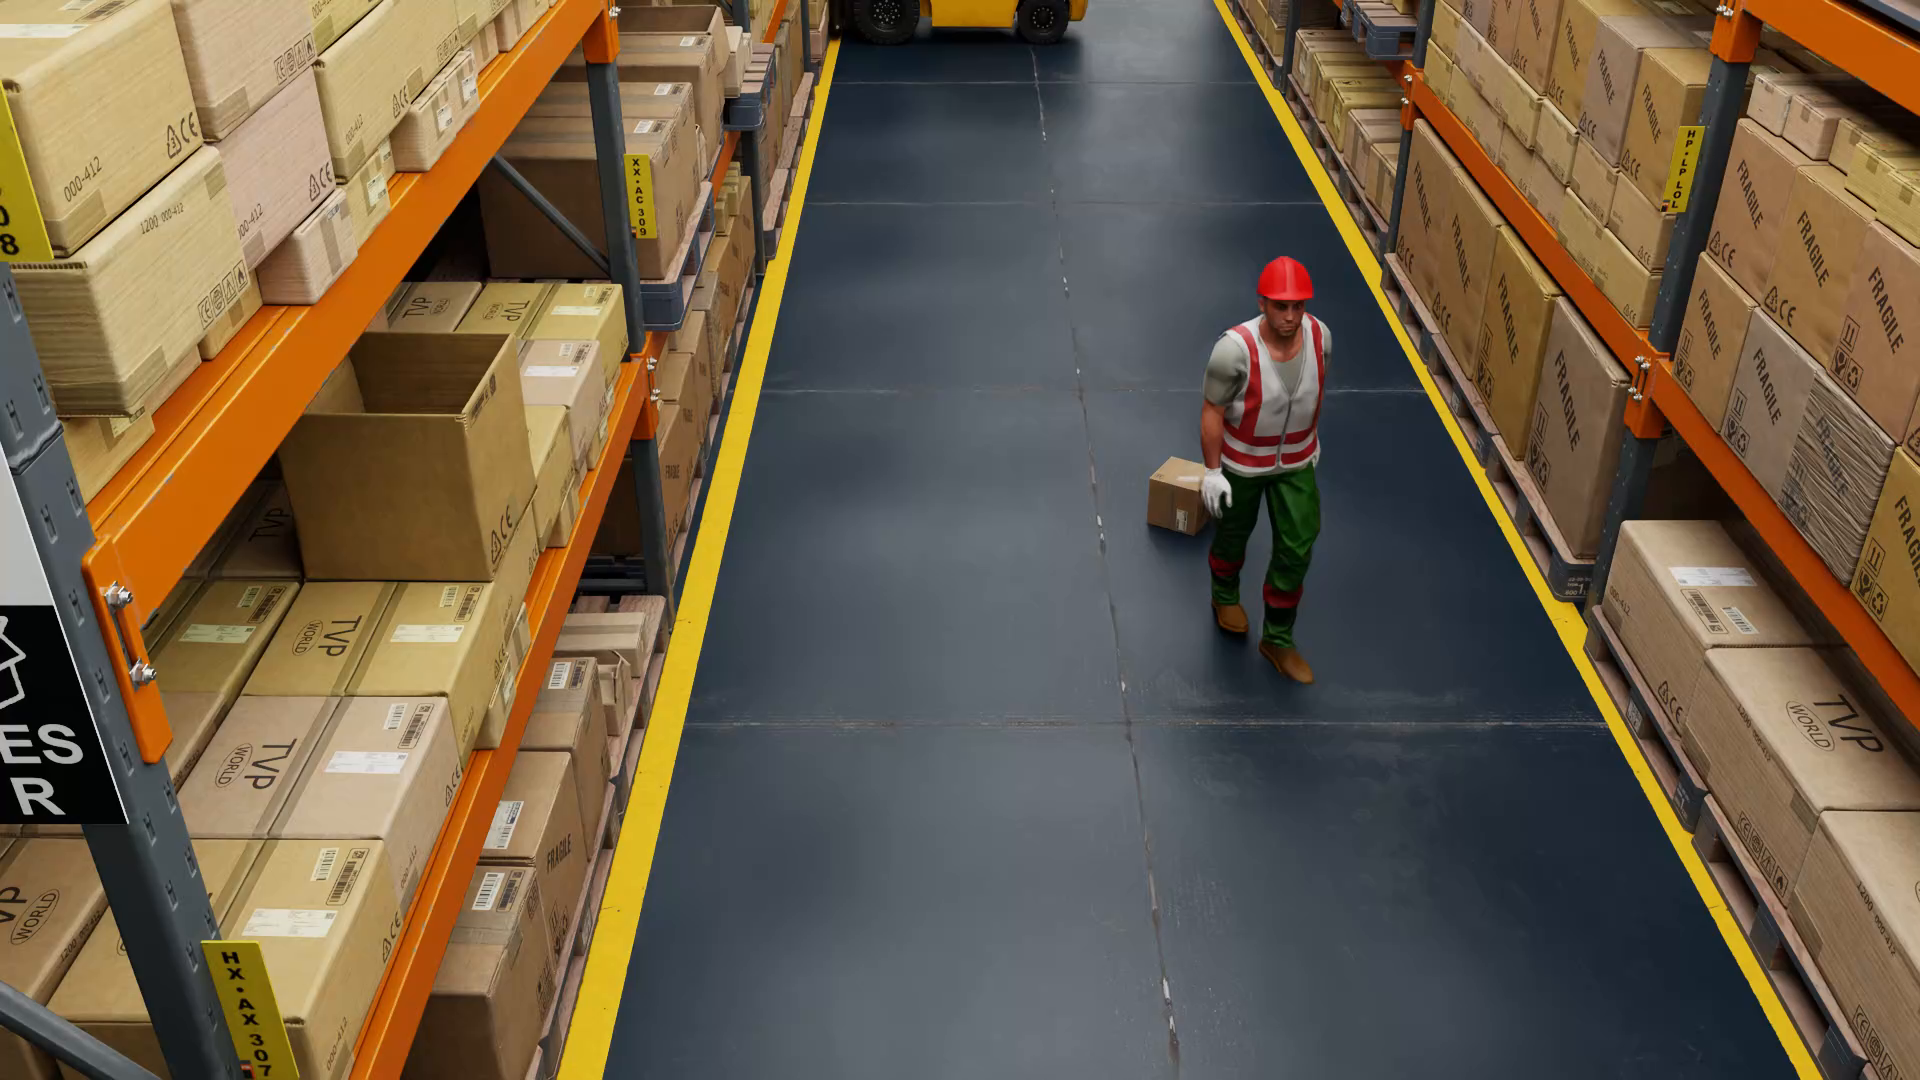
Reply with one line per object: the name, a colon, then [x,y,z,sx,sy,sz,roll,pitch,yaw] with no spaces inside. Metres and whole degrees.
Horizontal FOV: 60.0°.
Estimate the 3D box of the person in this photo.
person: [1.205,-0.299,6.632,0.579,1.822,0.622,-6,32,-9]
